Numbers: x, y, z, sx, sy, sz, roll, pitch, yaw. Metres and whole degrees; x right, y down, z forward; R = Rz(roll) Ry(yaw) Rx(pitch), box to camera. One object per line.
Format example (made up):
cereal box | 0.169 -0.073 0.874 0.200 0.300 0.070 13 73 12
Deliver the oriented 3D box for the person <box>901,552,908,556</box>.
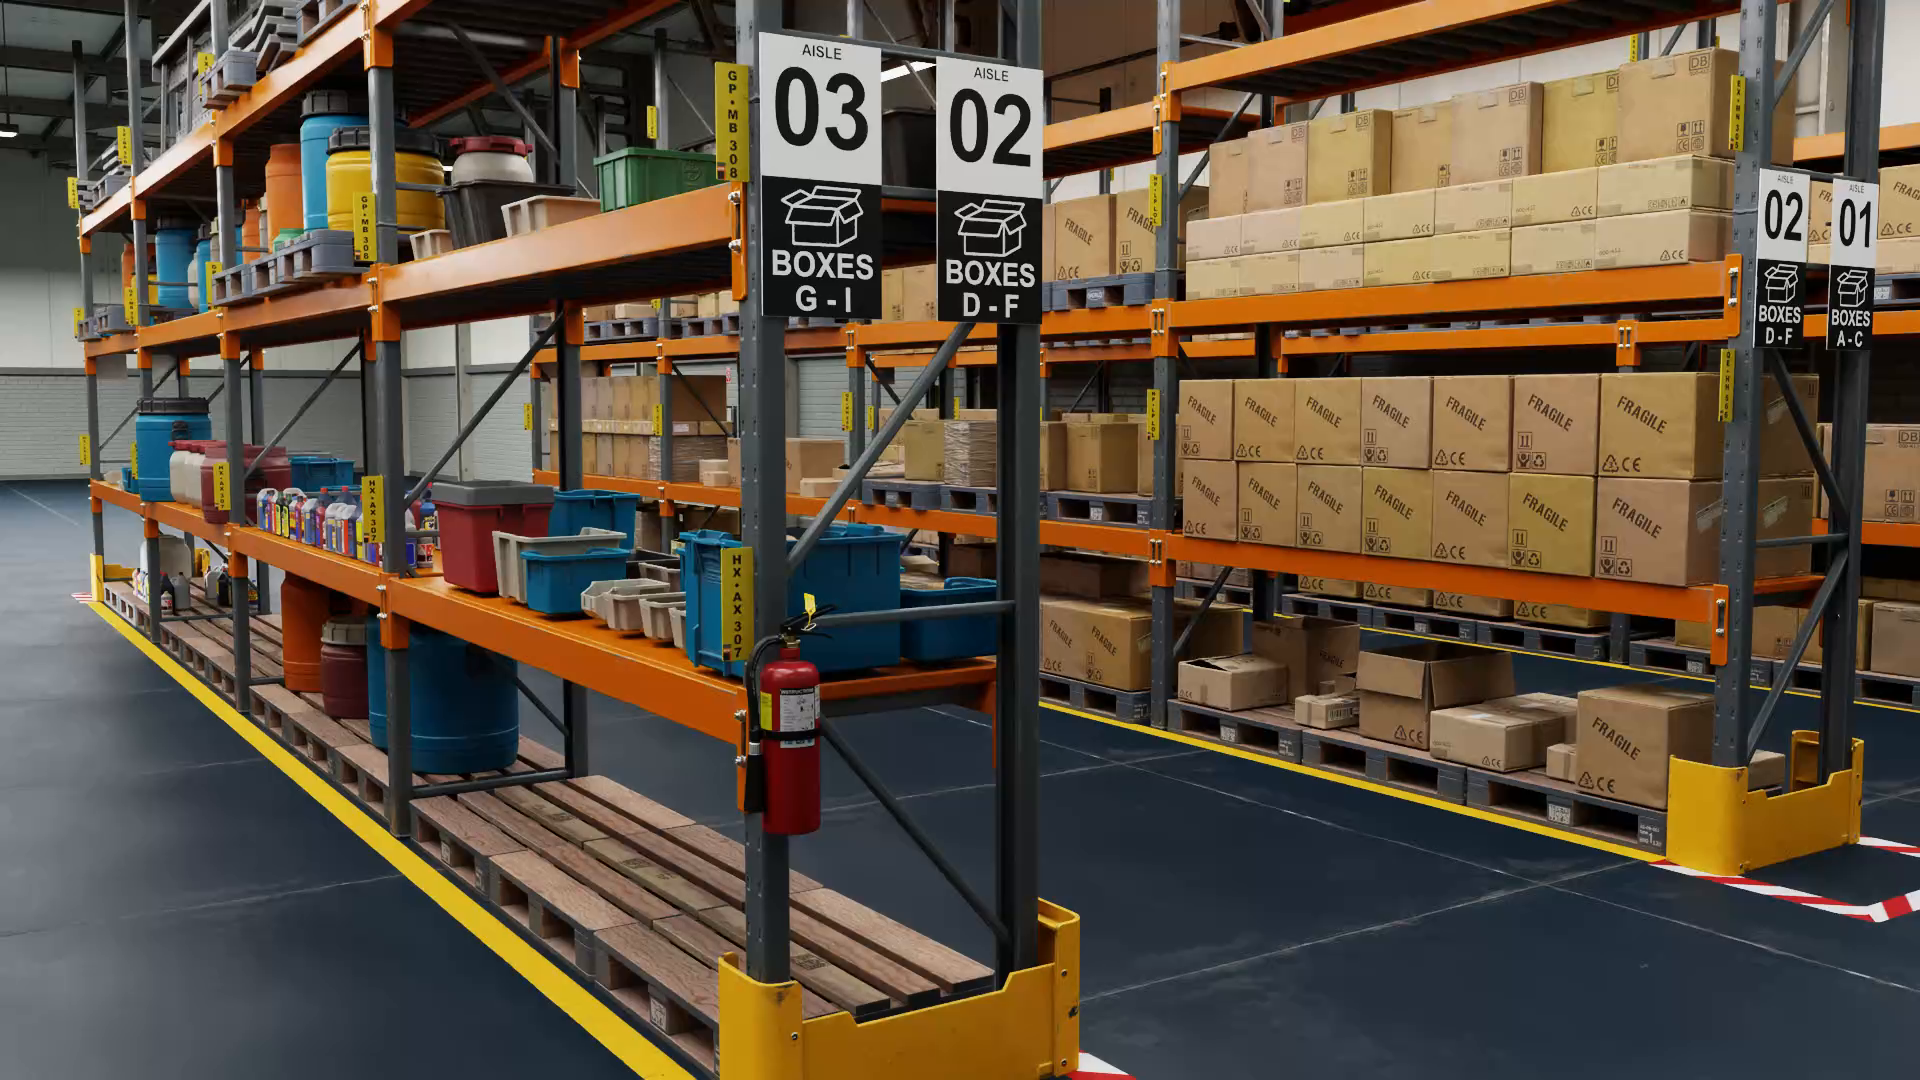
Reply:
person | -0.852 0.275 17.938 0.518 0.819 0.818 -3 6 -34
